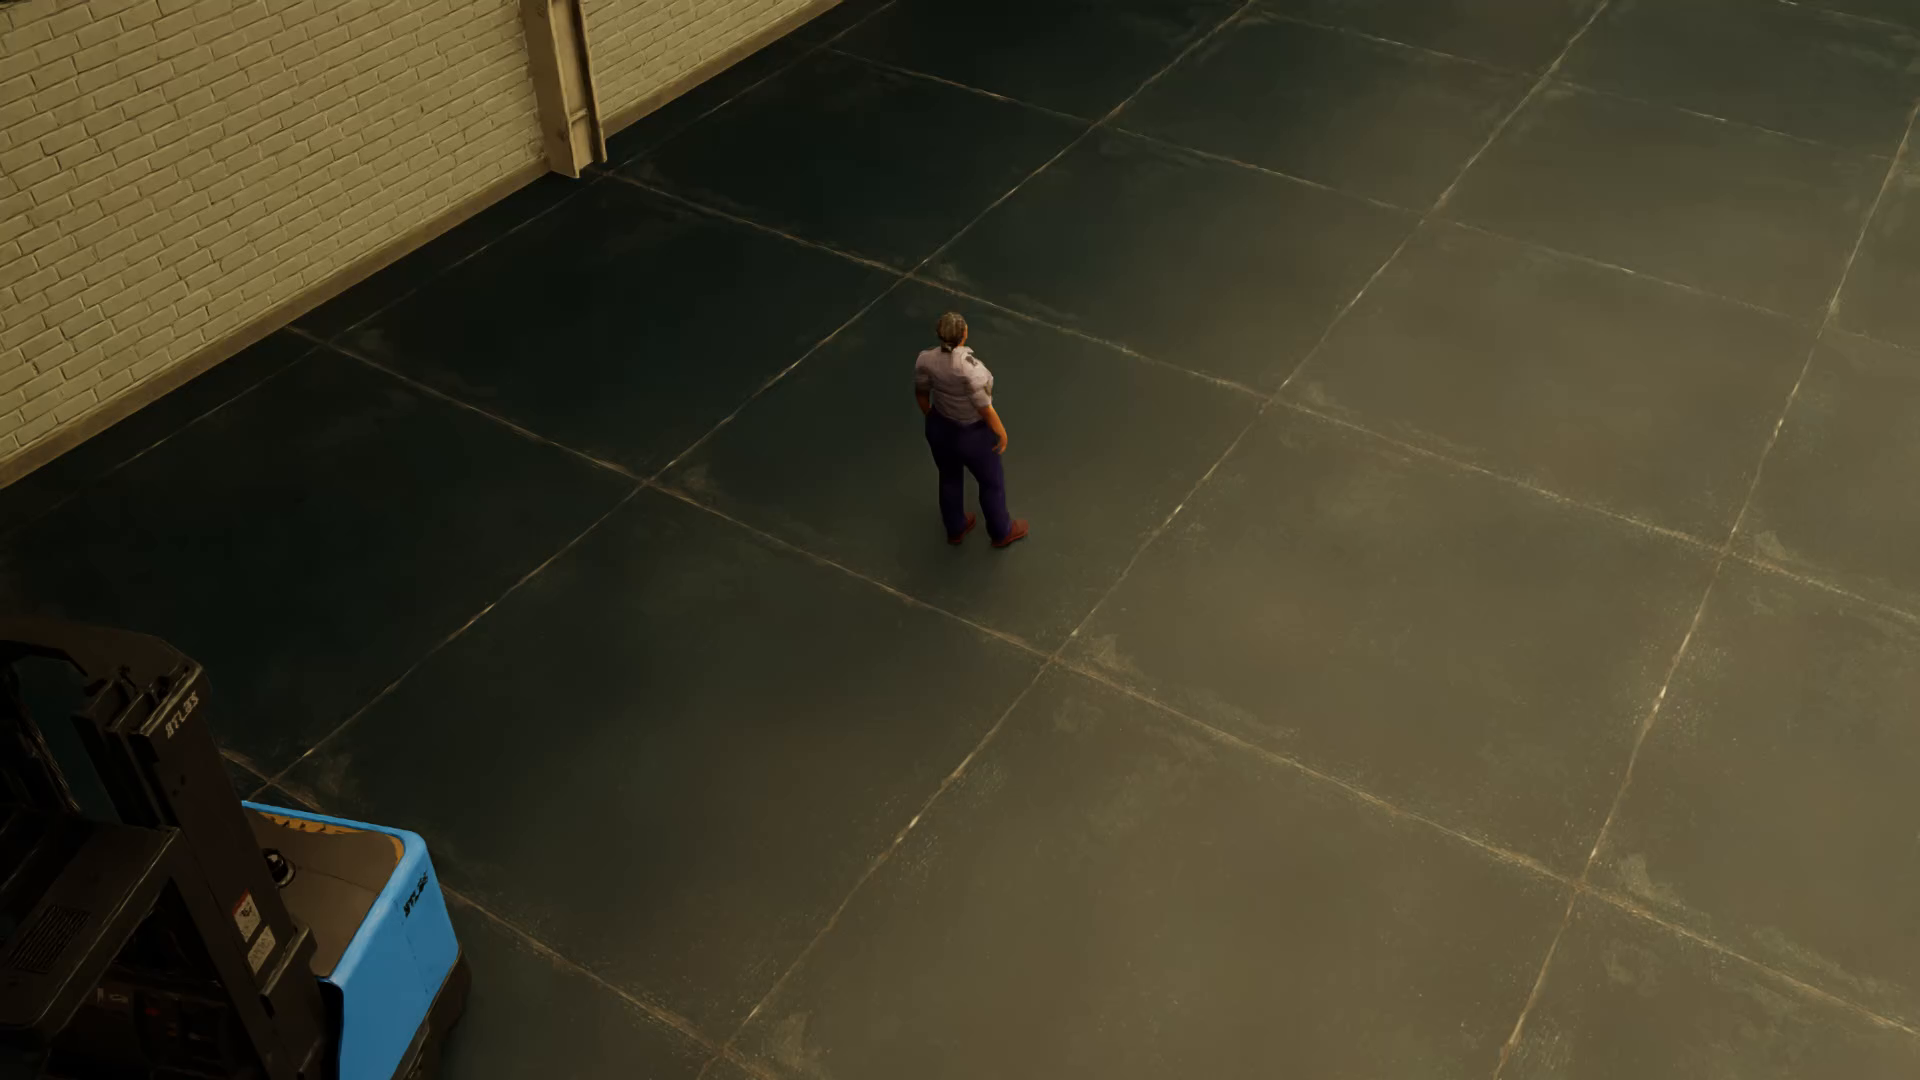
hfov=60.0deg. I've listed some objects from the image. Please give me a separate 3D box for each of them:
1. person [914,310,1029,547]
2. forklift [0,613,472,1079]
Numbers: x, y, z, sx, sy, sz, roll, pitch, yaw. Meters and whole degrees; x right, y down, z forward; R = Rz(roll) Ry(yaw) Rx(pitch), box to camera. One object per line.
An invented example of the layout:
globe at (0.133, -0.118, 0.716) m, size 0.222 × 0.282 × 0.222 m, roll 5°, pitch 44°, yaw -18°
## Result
person at (0.067, -0.675, 9.745) m, size 0.599 × 1.650 × 0.502 m, roll 22°, pitch 45°, yaw 24°
forklift at (-3.079, 1.818, 5.821) m, size 1.130 × 2.935 × 3.031 m, roll 8°, pitch 41°, yaw 9°
